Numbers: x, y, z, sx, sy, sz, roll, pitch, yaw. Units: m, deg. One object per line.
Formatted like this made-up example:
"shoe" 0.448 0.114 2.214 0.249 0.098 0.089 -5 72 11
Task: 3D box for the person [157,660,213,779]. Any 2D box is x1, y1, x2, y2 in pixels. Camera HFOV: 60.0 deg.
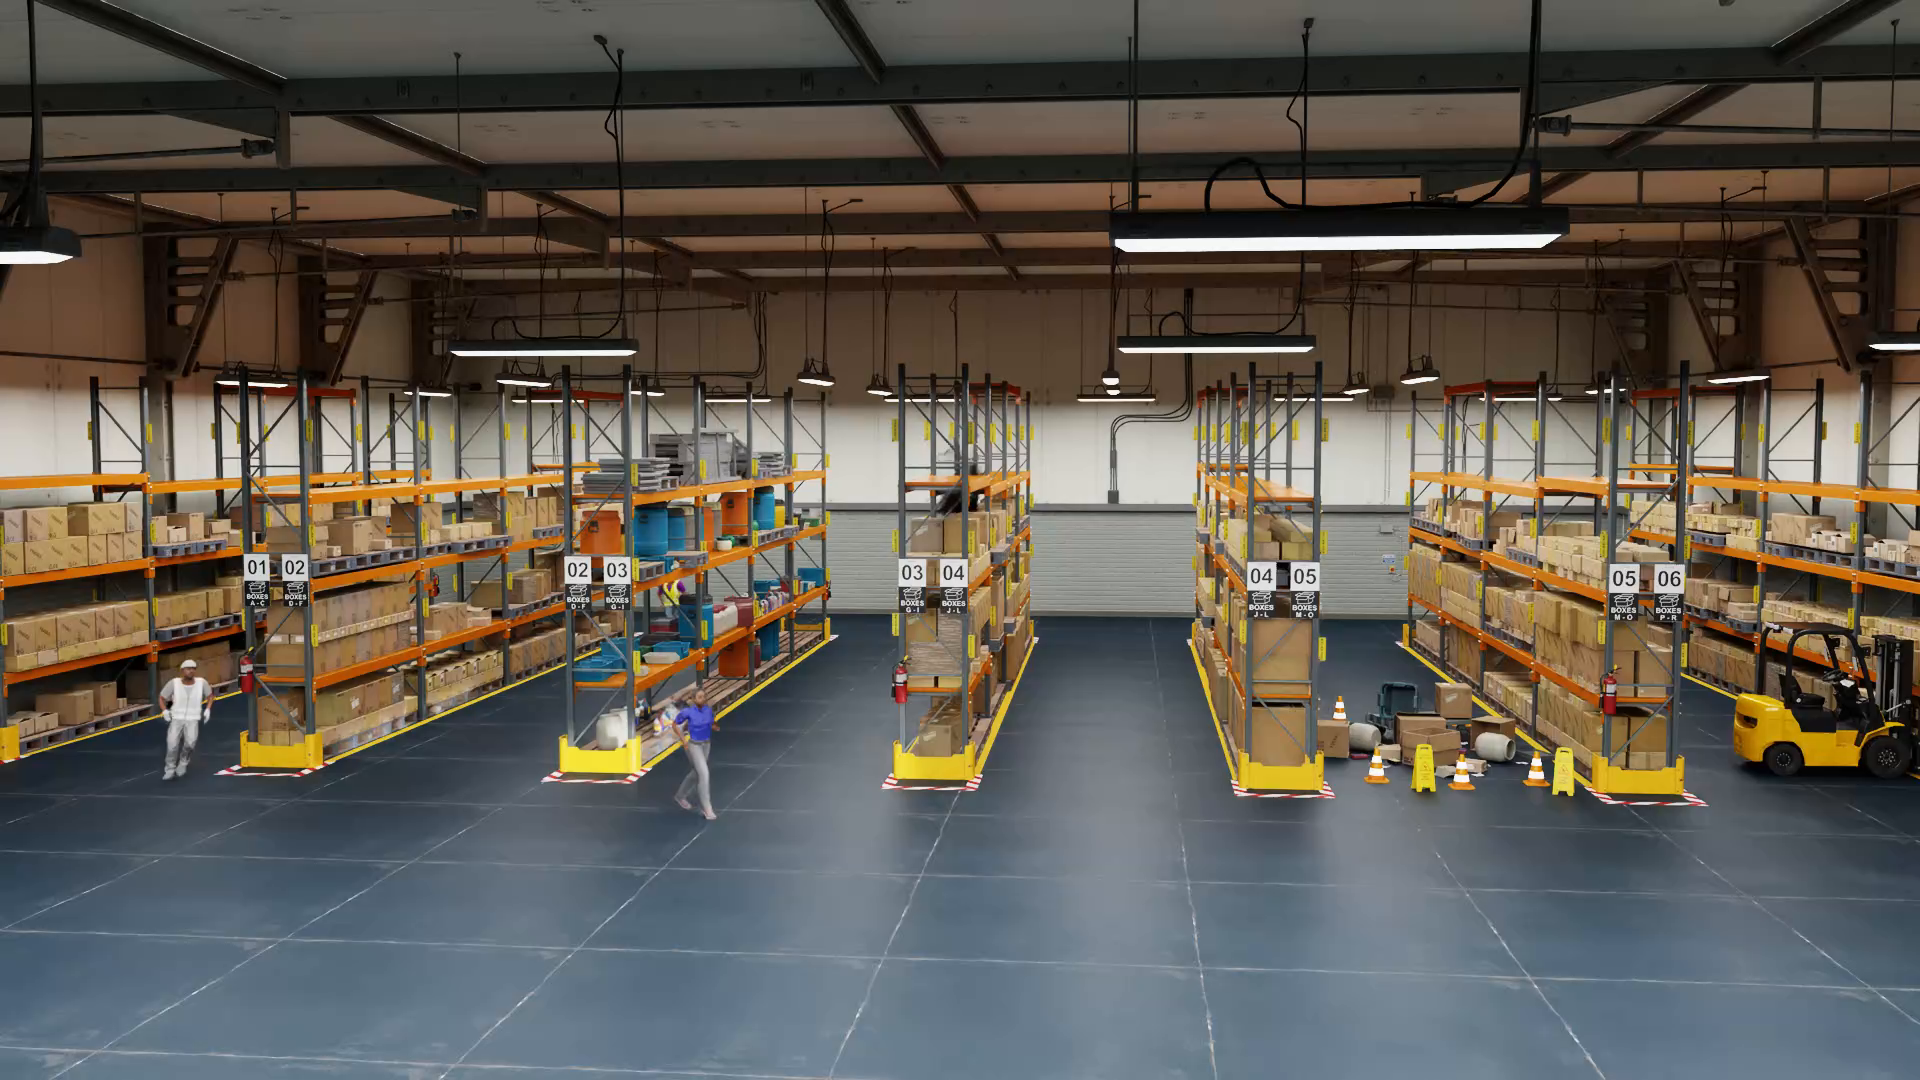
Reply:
"person" -11.186 2.592 24.042 0.746 1.716 0.543 -2 4 -27

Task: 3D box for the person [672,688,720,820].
"person" -3.445 2.783 21.831 0.814 1.709 0.555 3 5 36

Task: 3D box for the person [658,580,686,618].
"person" -6.936 1.576 39.948 0.708 1.719 0.612 0 4 -3
